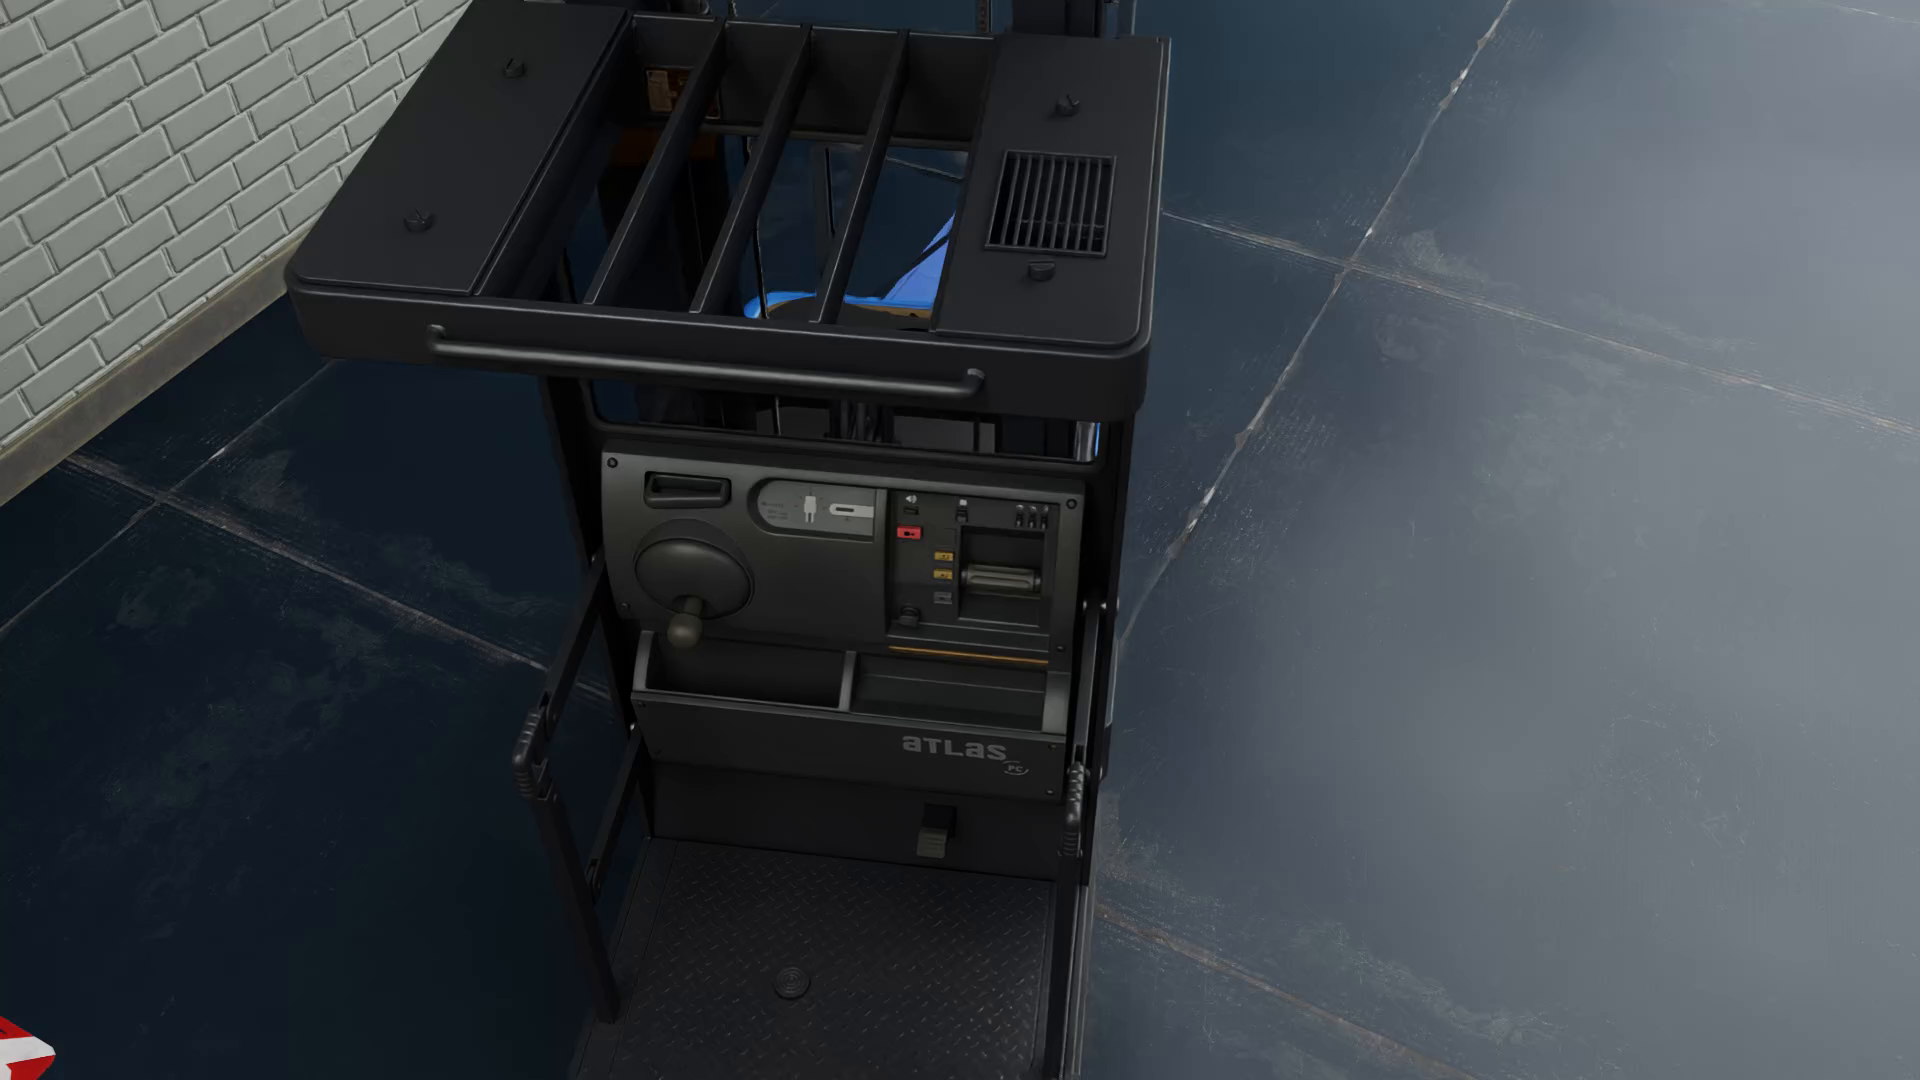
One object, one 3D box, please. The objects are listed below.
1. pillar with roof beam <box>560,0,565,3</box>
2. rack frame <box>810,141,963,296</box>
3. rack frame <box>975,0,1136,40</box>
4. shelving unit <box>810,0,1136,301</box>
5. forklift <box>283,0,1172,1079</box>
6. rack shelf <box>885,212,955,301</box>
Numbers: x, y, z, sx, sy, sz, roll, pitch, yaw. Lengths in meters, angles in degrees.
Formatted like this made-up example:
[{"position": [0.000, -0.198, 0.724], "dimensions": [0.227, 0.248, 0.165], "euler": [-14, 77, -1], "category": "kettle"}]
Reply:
[{"position": [2.342, -3.867, 2.745], "dimensions": [9.100, 9.000, 0.400], "euler": [20, 49, 19], "category": "pillar with roof beam"}, {"position": [-0.155, -0.507, 4.697], "dimensions": [0.500, 1.500, 0.032], "euler": [19, 48, 17], "category": "rack frame"}, {"position": [0.278, -1.161, 5.343], "dimensions": [0.500, 1.500, 0.032], "euler": [19, 48, 17], "category": "rack frame"}, {"position": [0.061, -0.834, 5.020], "dimensions": [0.538, 1.500, 1.048], "euler": [19, 48, 17], "category": "shelving unit"}, {"position": [-0.257, 0.133, 3.058], "dimensions": [1.130, 2.935, 3.031], "euler": [5, 46, 5], "category": "forklift"}, {"position": [0.061, -0.708, 5.148], "dimensions": [0.538, 0.185, 1.000], "euler": [19, 48, 17], "category": "rack shelf"}]
